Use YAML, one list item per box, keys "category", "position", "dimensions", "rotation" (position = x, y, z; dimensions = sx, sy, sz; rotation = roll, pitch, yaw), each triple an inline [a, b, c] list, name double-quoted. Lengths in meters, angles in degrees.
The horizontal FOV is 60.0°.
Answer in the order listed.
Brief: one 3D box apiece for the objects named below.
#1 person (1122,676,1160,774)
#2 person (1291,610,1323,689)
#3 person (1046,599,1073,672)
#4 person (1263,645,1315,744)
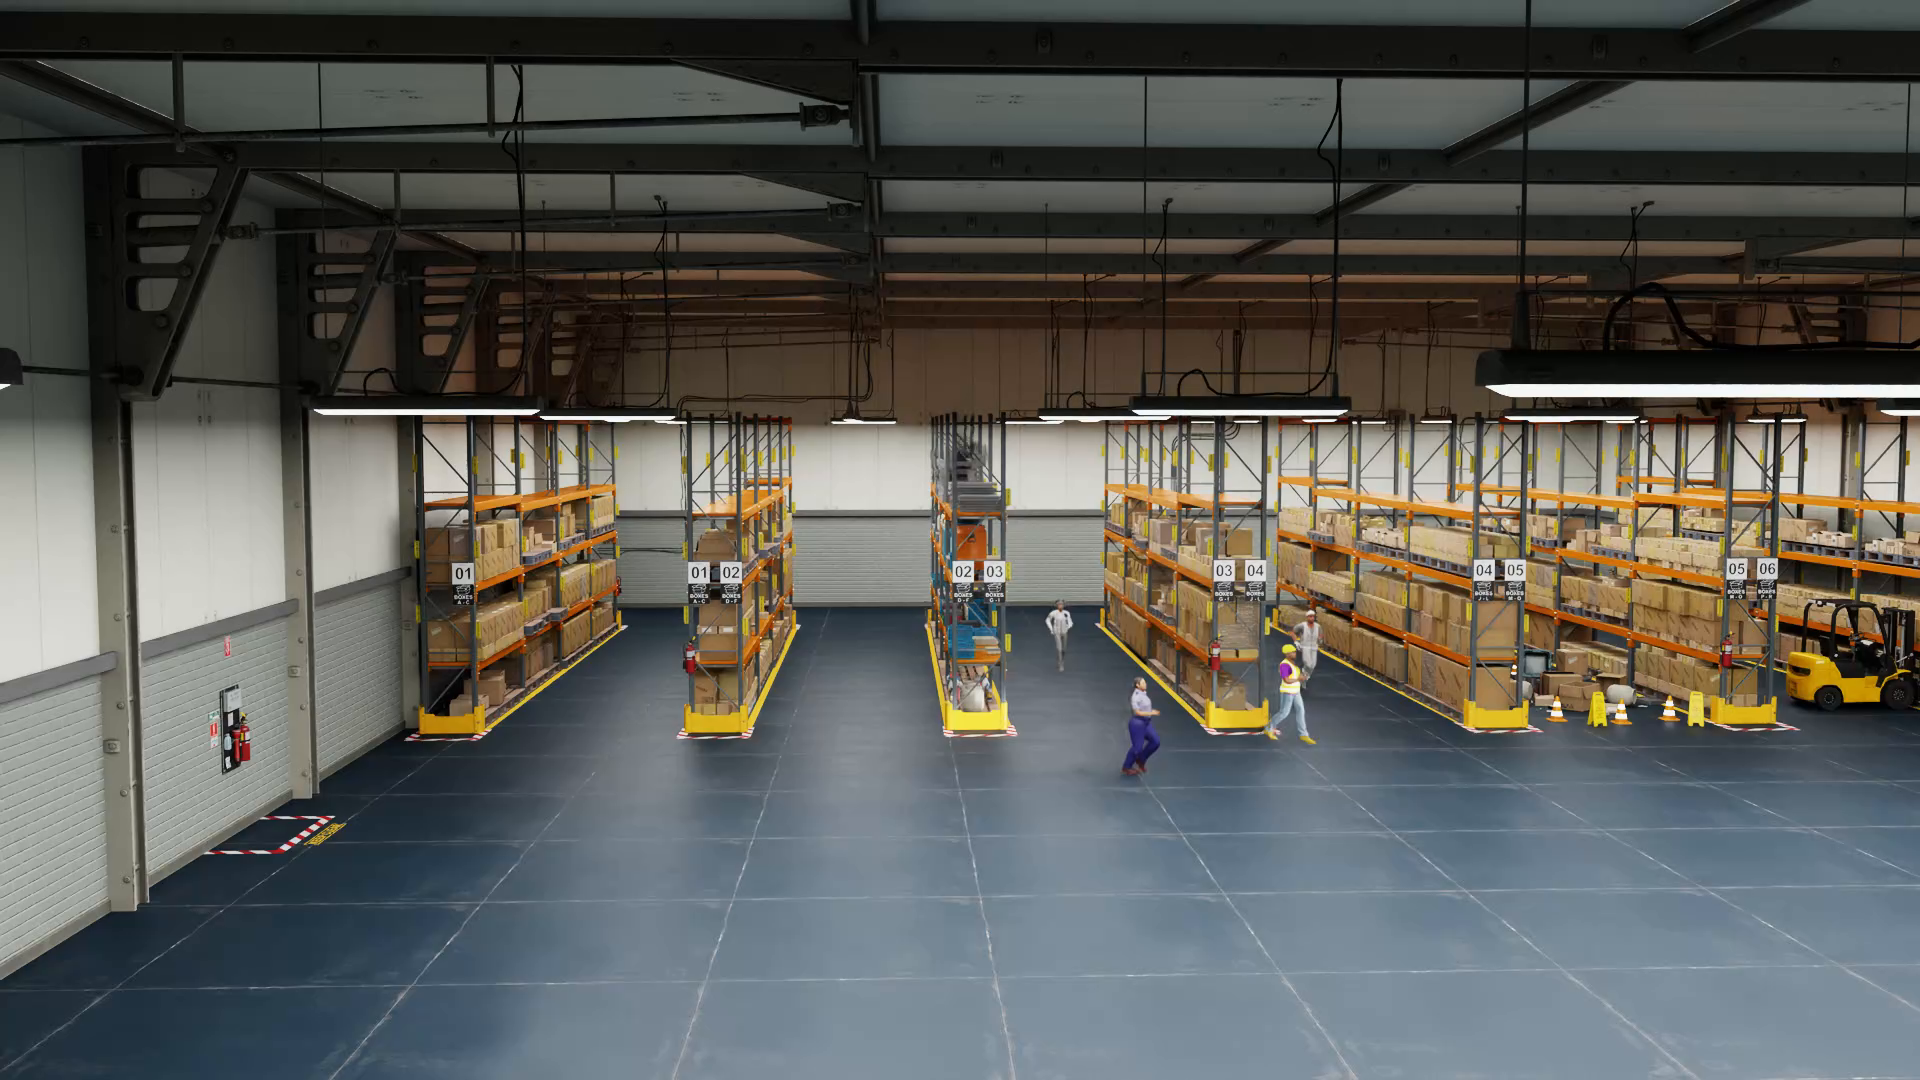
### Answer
- category: "person"
  position: [2.980, 3.047, 27.285]
  dimensions: [0.643, 1.629, 0.579]
  rotation: [2, 4, 25]
- category: "person"
  position: [7.565, 2.386, 36.001]
  dimensions: [0.653, 1.736, 0.662]
  rotation: [-1, 4, -16]
- category: "person"
  position: [2.350, 2.218, 39.166]
  dimensions: [0.620, 1.701, 0.774]
  rotation: [-1, 4, -9]
- category: "person"
  position: [5.949, 2.771, 30.012]
  dimensions: [0.939, 1.779, 0.690]
  rotation: [2, 4, 30]
